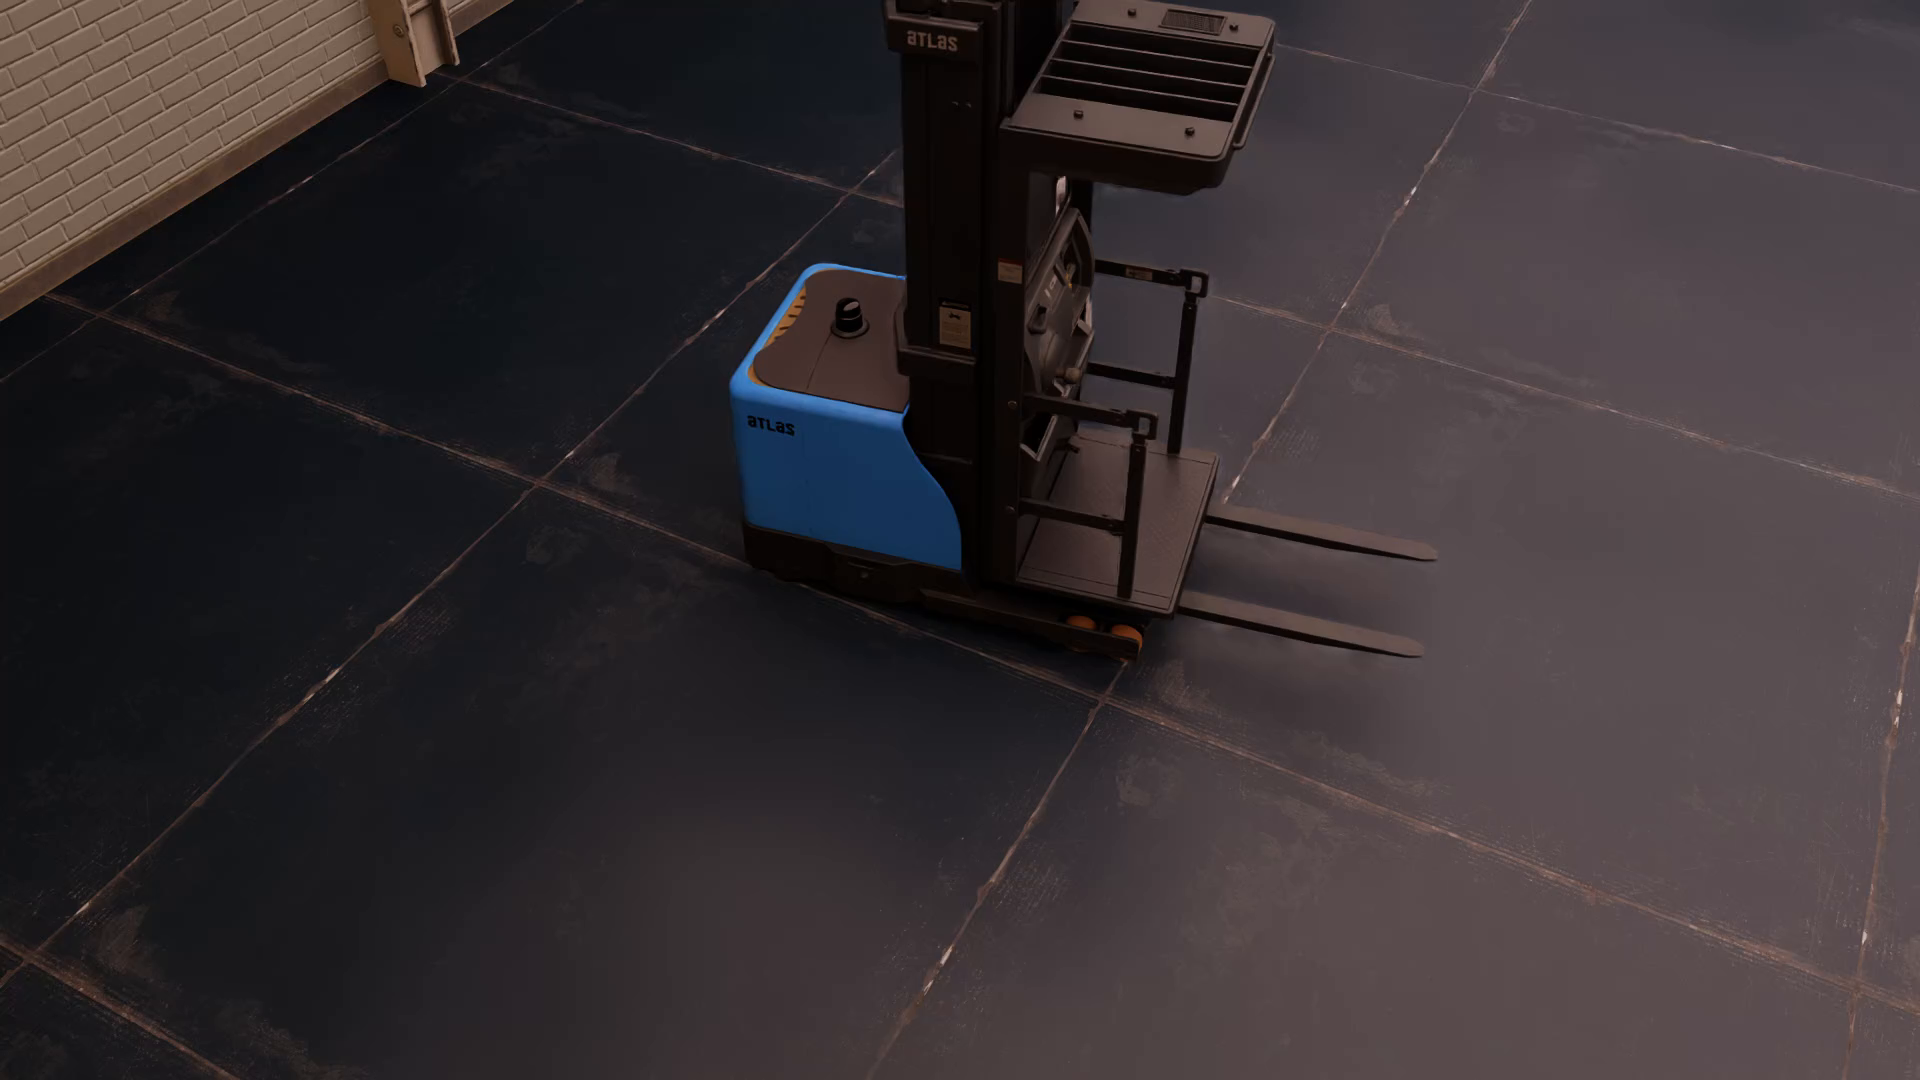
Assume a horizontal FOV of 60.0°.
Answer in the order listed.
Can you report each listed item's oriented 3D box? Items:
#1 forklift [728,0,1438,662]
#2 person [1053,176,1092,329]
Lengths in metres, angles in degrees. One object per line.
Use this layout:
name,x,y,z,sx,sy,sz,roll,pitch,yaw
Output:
forklift,0.588,-0.948,6.660,3.031,2.935,1.130,12,45,13
person,0.312,-1.489,8.230,0.726,1.554,0.880,-11,44,-11
